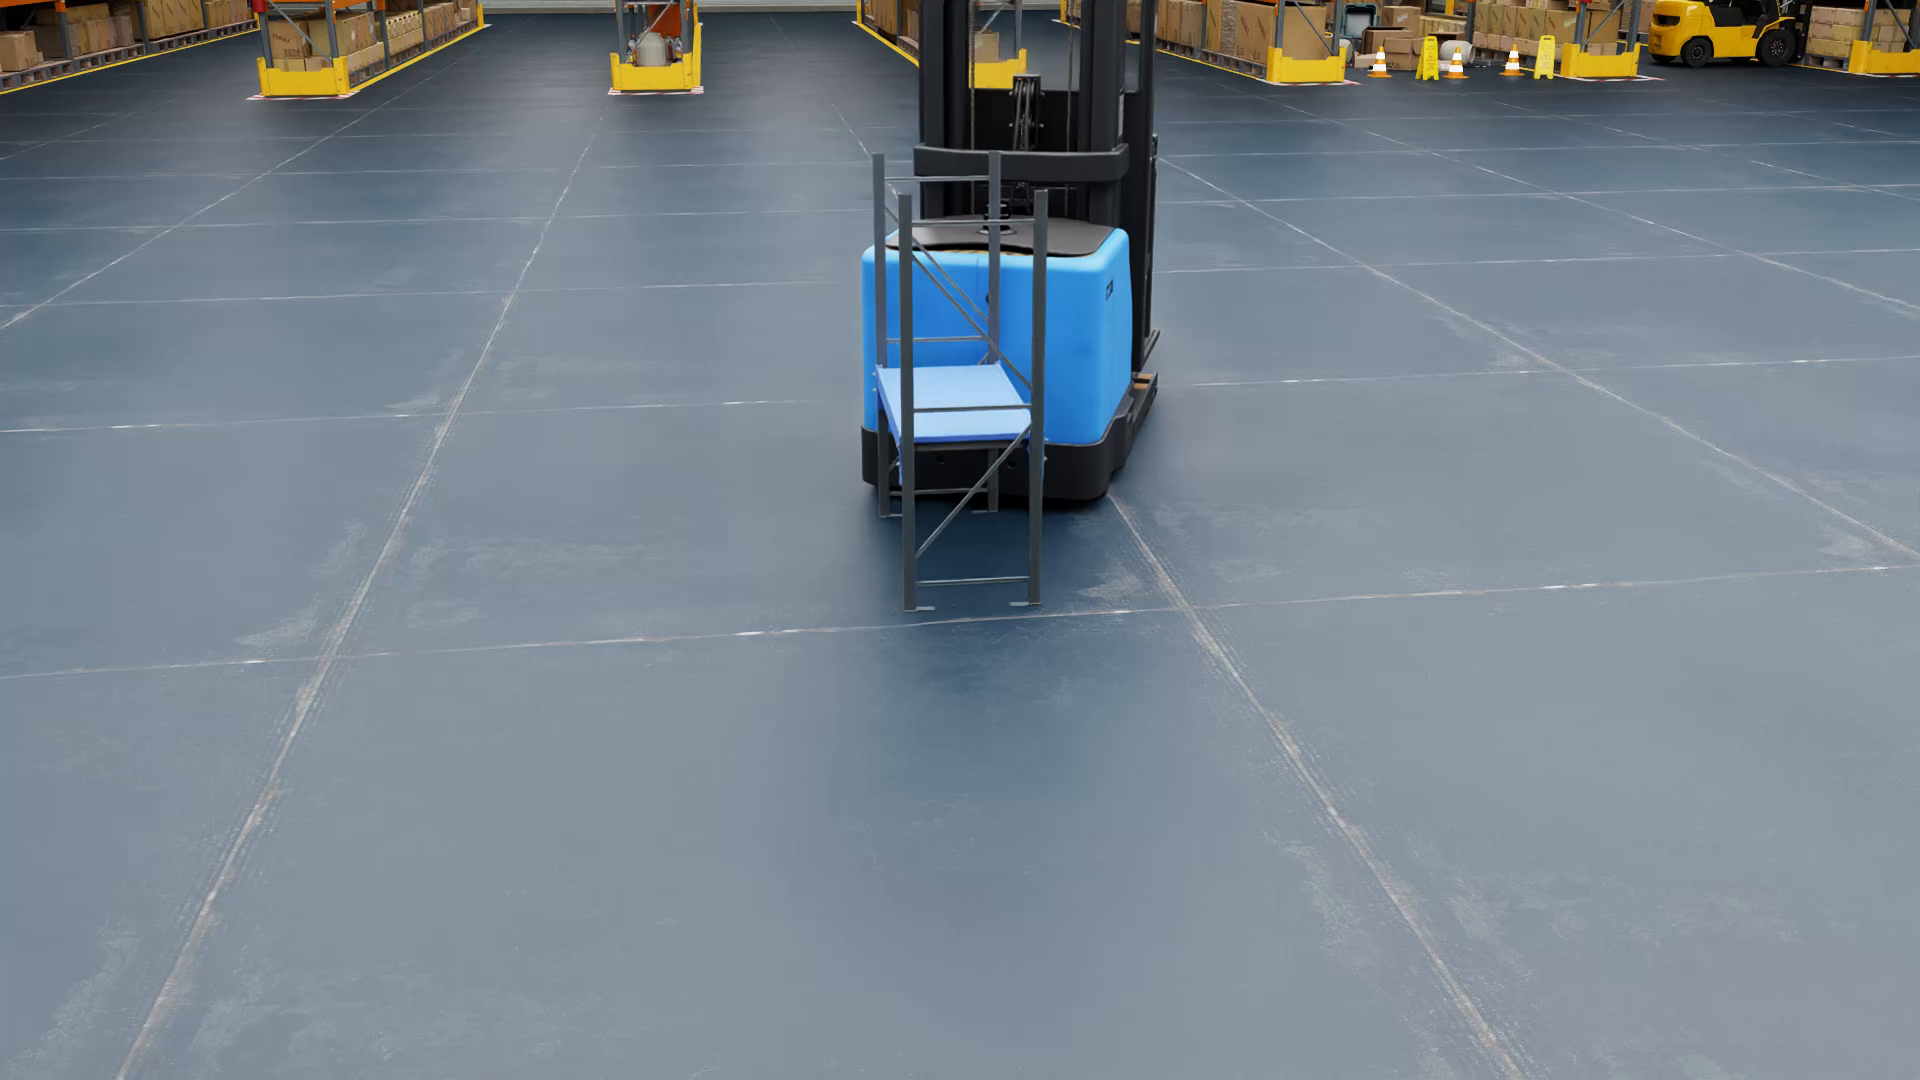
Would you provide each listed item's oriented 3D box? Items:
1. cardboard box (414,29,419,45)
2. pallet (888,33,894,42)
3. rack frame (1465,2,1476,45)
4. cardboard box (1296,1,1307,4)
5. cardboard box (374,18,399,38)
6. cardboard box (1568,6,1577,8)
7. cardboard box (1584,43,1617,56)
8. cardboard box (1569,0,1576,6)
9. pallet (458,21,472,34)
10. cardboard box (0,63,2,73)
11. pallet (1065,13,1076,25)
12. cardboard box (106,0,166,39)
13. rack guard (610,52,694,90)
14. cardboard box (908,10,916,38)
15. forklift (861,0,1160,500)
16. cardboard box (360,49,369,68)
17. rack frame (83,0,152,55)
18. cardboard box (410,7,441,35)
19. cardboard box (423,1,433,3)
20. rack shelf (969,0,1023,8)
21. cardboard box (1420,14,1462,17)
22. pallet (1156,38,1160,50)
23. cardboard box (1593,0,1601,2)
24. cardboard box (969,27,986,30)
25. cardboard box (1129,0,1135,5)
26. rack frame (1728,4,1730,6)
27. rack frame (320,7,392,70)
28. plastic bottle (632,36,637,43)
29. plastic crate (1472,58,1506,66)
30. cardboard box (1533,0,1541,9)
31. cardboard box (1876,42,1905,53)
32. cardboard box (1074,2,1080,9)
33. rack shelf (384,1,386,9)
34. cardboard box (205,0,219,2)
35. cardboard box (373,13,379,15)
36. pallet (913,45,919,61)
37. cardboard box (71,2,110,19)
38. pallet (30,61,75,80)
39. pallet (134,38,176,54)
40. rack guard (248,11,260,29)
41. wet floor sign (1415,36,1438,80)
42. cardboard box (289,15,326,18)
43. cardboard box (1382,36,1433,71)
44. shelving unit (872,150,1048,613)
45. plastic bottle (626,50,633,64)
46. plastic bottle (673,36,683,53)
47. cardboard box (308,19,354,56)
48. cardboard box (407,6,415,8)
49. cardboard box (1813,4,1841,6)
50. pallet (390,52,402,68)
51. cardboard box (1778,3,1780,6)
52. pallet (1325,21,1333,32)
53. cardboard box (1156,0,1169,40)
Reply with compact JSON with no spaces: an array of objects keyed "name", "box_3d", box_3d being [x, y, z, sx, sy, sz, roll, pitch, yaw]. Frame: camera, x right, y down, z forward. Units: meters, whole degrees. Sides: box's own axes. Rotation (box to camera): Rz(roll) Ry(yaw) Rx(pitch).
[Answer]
[{"name":"cardboard box","box_3d":[-10.141,-9.147,30.248,0.500,0.250,0.500,-3,21,-8]},{"name":"pallet","box_3d":[-0.944,-10.477,34.465,1.003,0.211,1.213,-3,21,-8]},{"name":"rack frame","box_3d":[9.651,-10.199,29.737,1.000,3.000,0.127,-3,21,-8]},{"name":"cardboard box","box_3d":[8.384,-12.499,38.955,0.875,0.438,0.875,-4,21,-9]},{"name":"cardboard box","box_3d":[-9.839,-8.702,28.256,0.500,0.311,0.500,-3,21,-8]},{"name":"cardboard box","box_3d":[10.237,-8.731,28.063,0.500,0.500,0.500,-3,21,-7]},{"name":"cardboard box","box_3d":[10.385,-8.016,27.222,0.500,0.250,0.500,-3,21,-8]},{"name":"cardboard box","box_3d":[13.479,-11.531,36.275,0.500,0.500,0.500,-4,21,-10]},{"name":"pallet","box_3d":[-11.390,-11.326,36.739,1.003,0.211,1.213,-3,21,-8]},{"name":"cardboard box","box_3d":[-14.377,-6.953,24.260,0.500,0.311,0.500,-1,21,-3]},{"name":"pallet","box_3d":[3.130,-12.454,39.759,1.003,0.211,1.213,-3,21,-8]},{"name":"cardboard box","box_3d":[-15.413,-9.786,31.103,0.750,0.750,0.750,-3,21,-8]},{"name":"rack guard","box_3d":[-4.538,-6.918,24.524,1.175,0.500,0.348,-3,21,-8]},{"name":"cardboard box","box_3d":[-0.616,-9.889,31.849,0.700,0.500,0.500,-4,21,-11]},{"name":"forklift","box_3d":[0.405,-2.022,7.940,1.130,2.935,3.031,5,21,12]},{"name":"cardboard box","box_3d":[-9.454,-7.441,25.682,0.500,0.250,0.500,-3,21,-8]},{"name":"rack frame","box_3d":[-15.437,-10.335,30.101,1.000,3.000,0.127,-3,21,-8]},{"name":"cardboard box","box_3d":[-10.467,-10.148,32.544,0.500,0.500,0.500,-3,21,-8]},{"name":"cardboard box","box_3d":[-11.475,-11.189,35.331,0.500,0.500,0.500,-3,21,-8]},{"name":"rack shelf","box_3d":[0.132,-8.670,26.671,1.077,0.370,4.000,-3,21,-8]},{"name":"cardboard box","box_3d":[9.260,-10.099,32.624,0.950,0.372,0.625,-3,21,-9]},{"name":"pallet","box_3d":[4.229,-9.717,32.430,1.003,0.211,1.213,-3,21,-8]},{"name":"cardboard box","box_3d":[13.594,-11.417,35.042,0.380,0.149,0.250,-4,21,-11]},{"name":"cardboard box","box_3d":[0.156,-7.980,26.769,0.500,0.500,0.500,-1,21,-3]},{"name":"cardboard box","box_3d":[3.749,-11.075,33.981,0.500,0.250,0.500,-3,21,-7]},{"name":"rack frame","box_3d":[14.562,-10.451,30.411,1.000,3.000,0.127,-3,21,-8]},{"name":"rack frame","box_3d":[-9.959,-9.201,27.065,1.000,3.000,0.127,-3,21,-8]},{"name":"plastic bottle","box_3d":[-5.324,-8.049,27.138,0.144,0.351,0.185,-4,21,-10]},{"name":"plastic crate","box_3d":[9.066,-8.247,28.682,0.402,0.080,0.583,-11,23,-26]},{"name":"cardboard box","box_3d":[9.701,-8.854,27.464,0.380,0.149,0.250,-3,21,-7]},{"name":"cardboard box","box_3d":[15.261,-8.155,27.592,0.500,0.250,0.500,-3,21,-8]},{"name":"cardboard box","box_3d":[2.895,-12.604,39.223,0.380,0.149,0.250,-2,21,-6]},{"name":"rack shelf","box_3d":[-10.247,-9.557,29.045,1.077,0.370,4.000,-3,21,-8]},{"name":"cardboard box","box_3d":[-15.889,-11.442,35.108,0.380,0.149,0.250,-2,21,-6]},{"name":"cardboard box","box_3d":[-10.667,-9.380,30.071,0.500,0.311,0.500,-3,21,-9]},{"name":"pallet","box_3d":[-0.269,-8.663,29.609,1.003,0.211,1.213,-3,21,-8]},{"name":"cardboard box","box_3d":[-15.262,-9.274,29.132,0.500,0.250,0.500,-3,21,-7]},{"name":"pallet","box_3d":[-14.729,-7.413,26.263,1.003,0.211,1.213,-3,21,-8]},{"name":"pallet","box_3d":[-15.476,-9.306,31.329,1.003,0.211,1.213,-3,21,-8]},{"name":"rack guard","box_3d":[-16.594,-11.942,37.976,1.175,0.500,0.348,-3,21,-8]},{"name":"wet floor sign","box_3d":[7.307,-7.517,25.920,0.267,0.644,0.232,-7,21,-17]},{"name":"cardboard box","box_3d":[-9.984,-7.766,25.479,0.500,0.500,0.500,-3,21,-8]},{"name":"cardboard box","box_3d":[7.469,-8.126,27.753,0.637,0.503,0.797,17,27,39]},{"name":"shelving unit","box_3d":[-0.023,-0.631,6.262,0.538,1.500,1.048,-3,21,-7]},{"name":"plastic bottle","box_3d":[-5.179,-7.574,26.078,0.097,0.201,0.097,0,20,0]},{"name":"plastic bottle","box_3d":[-4.679,-8.207,27.559,0.144,0.351,0.185,-3,21,-9]},{"name":"cardboard box","box_3d":[-9.314,-7.446,24.624,0.500,0.500,0.500,-3,21,-8]},{"name":"cardboard box","box_3d":[-11.059,-10.294,32.934,0.500,0.500,0.500,-4,21,-10]},{"name":"cardboard box","box_3d":[15.053,-9.143,28.811,0.500,0.250,0.500,-3,21,-9]},{"name":"pallet","box_3d":[-10.104,-8.148,28.230,1.003,0.211,1.213,-3,21,-8]},{"name":"cardboard box","box_3d":[14.468,-9.296,29.218,0.500,0.250,0.500,-2,21,-6]},{"name":"pallet","box_3d":[8.683,-11.400,36.936,1.003,0.211,1.213,-3,21,-8]},{"name":"cardboard box","box_3d":[4.318,-9.925,31.617,1.050,0.750,0.750,-3,21,-7]}]
